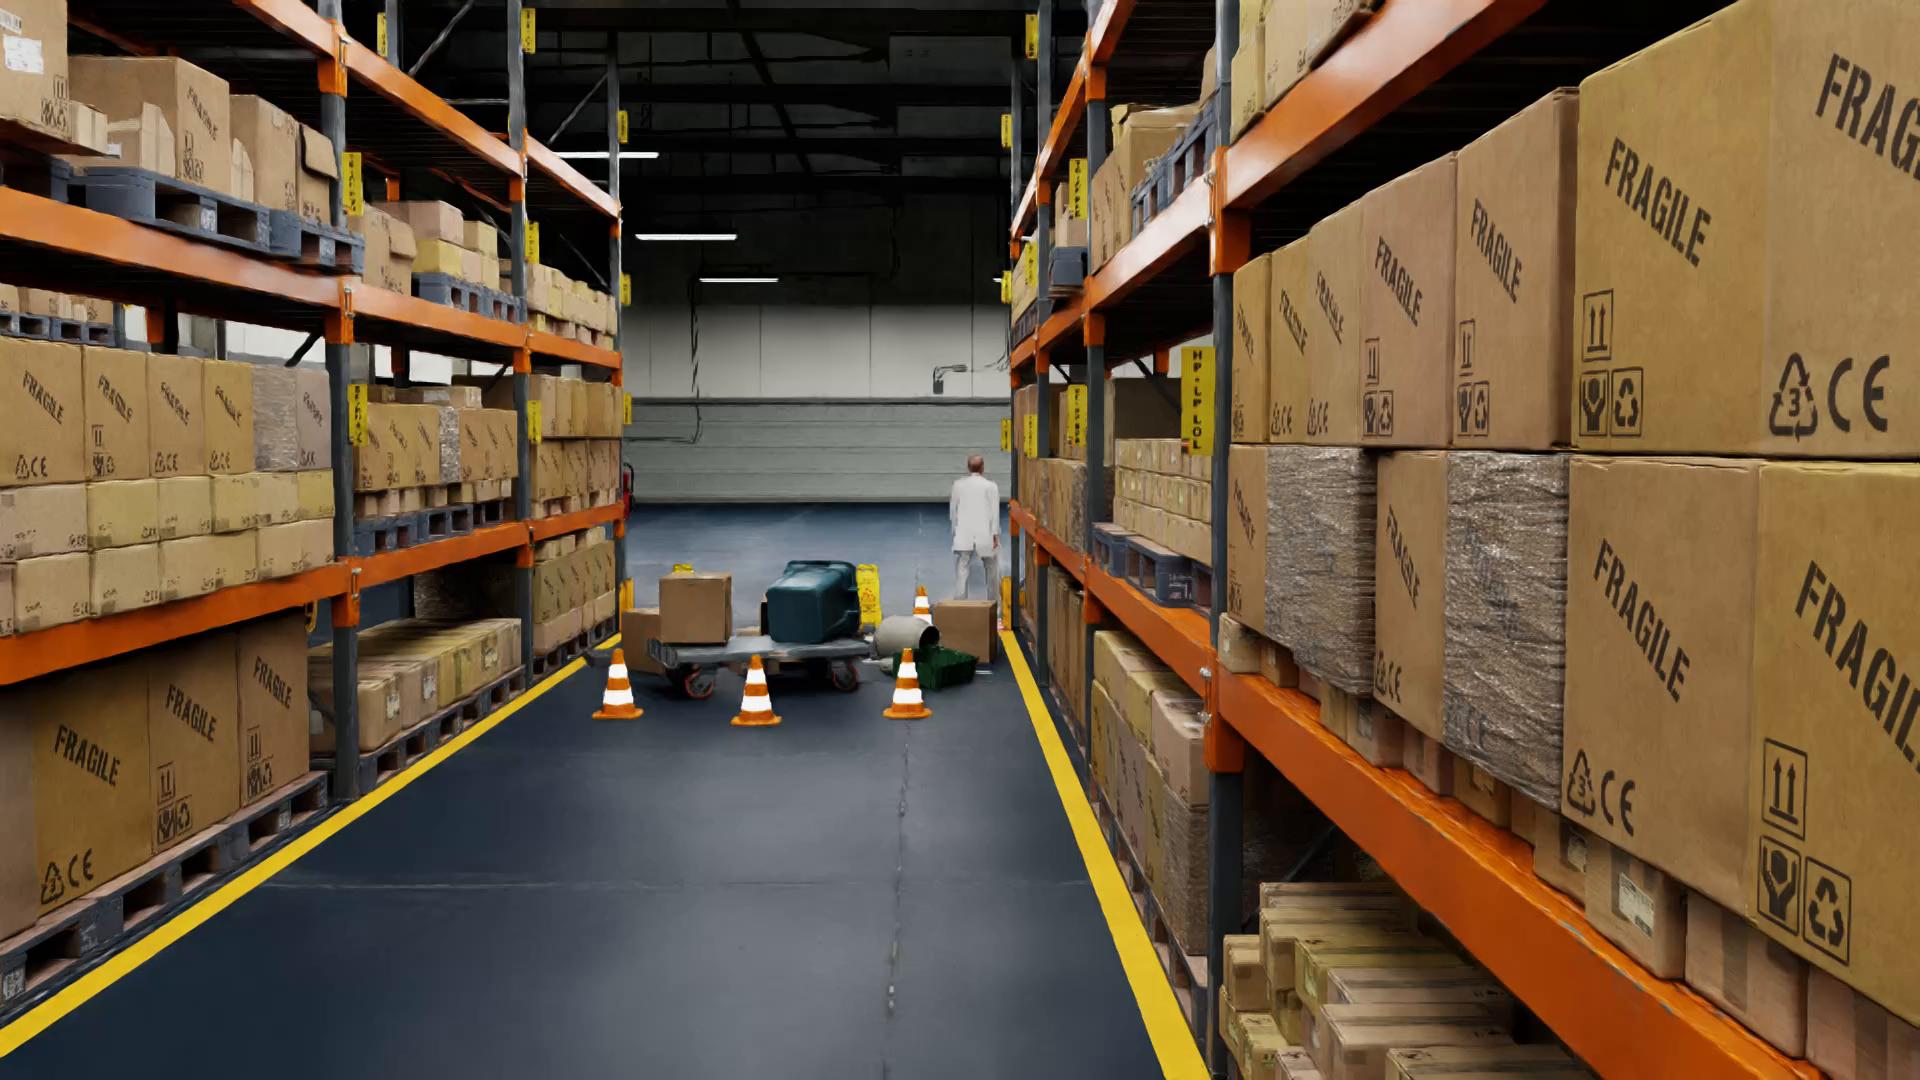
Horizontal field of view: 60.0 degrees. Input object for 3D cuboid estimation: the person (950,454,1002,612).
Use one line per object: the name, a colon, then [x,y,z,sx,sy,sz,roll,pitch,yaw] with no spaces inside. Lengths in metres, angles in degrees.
person: [0.173,-0.069,18.282,0.585,1.759,0.927,1,4,9]
